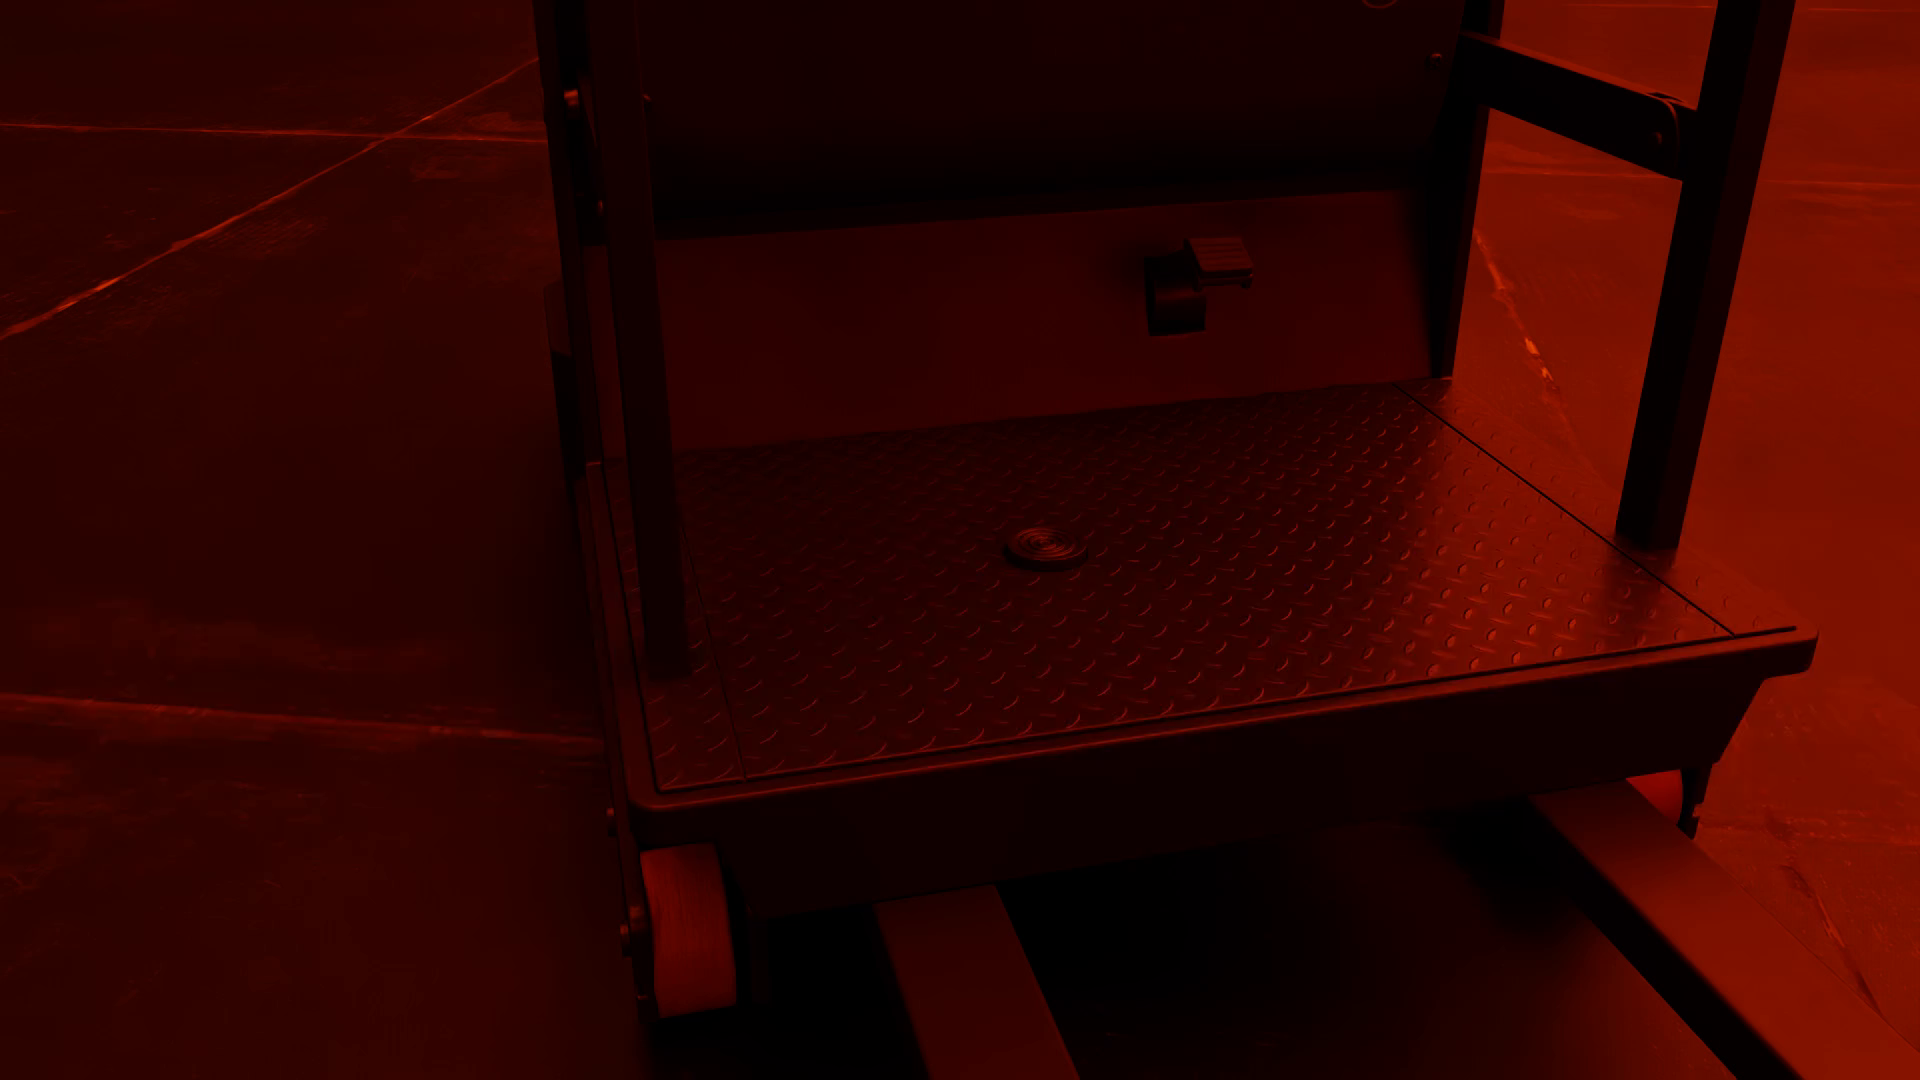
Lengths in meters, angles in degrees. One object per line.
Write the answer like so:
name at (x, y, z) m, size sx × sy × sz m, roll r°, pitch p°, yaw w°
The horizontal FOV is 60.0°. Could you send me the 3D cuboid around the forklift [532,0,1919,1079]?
forklift at (0.153, -1.049, 1.319) m, size 1.130 × 2.935 × 3.031 m, roll -7°, pitch 27°, yaw -13°
